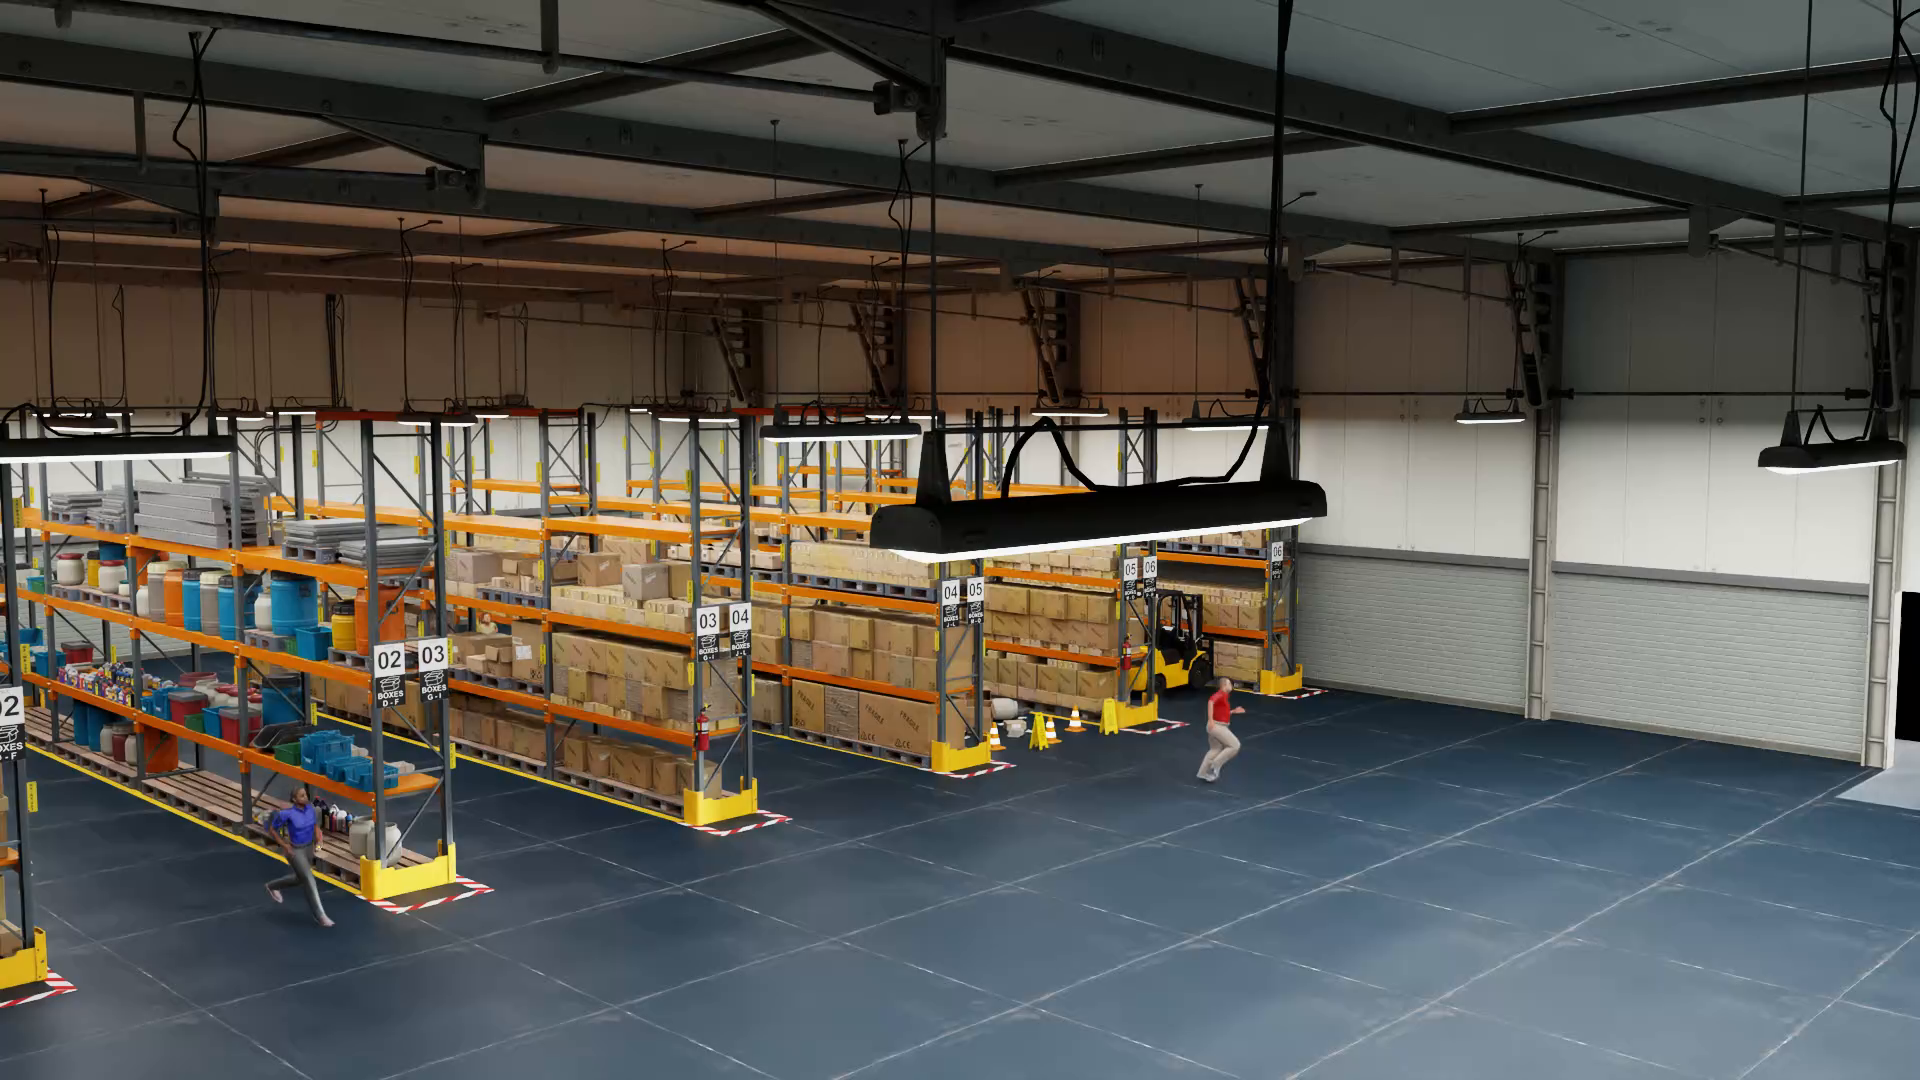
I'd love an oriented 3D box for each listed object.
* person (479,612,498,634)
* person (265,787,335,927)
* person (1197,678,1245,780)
[{"bbox_3d":[-10.095,2.344,35.573,0.584,1.636,0.816,-4,6,-37],"label":"person"},{"bbox_3d":[-7.927,3.771,19.934,1.051,1.670,0.547,2,5,19],"label":"person"},{"bbox_3d":[4.252,3.082,27.054,0.784,1.672,0.701,0,5,2],"label":"person"}]
